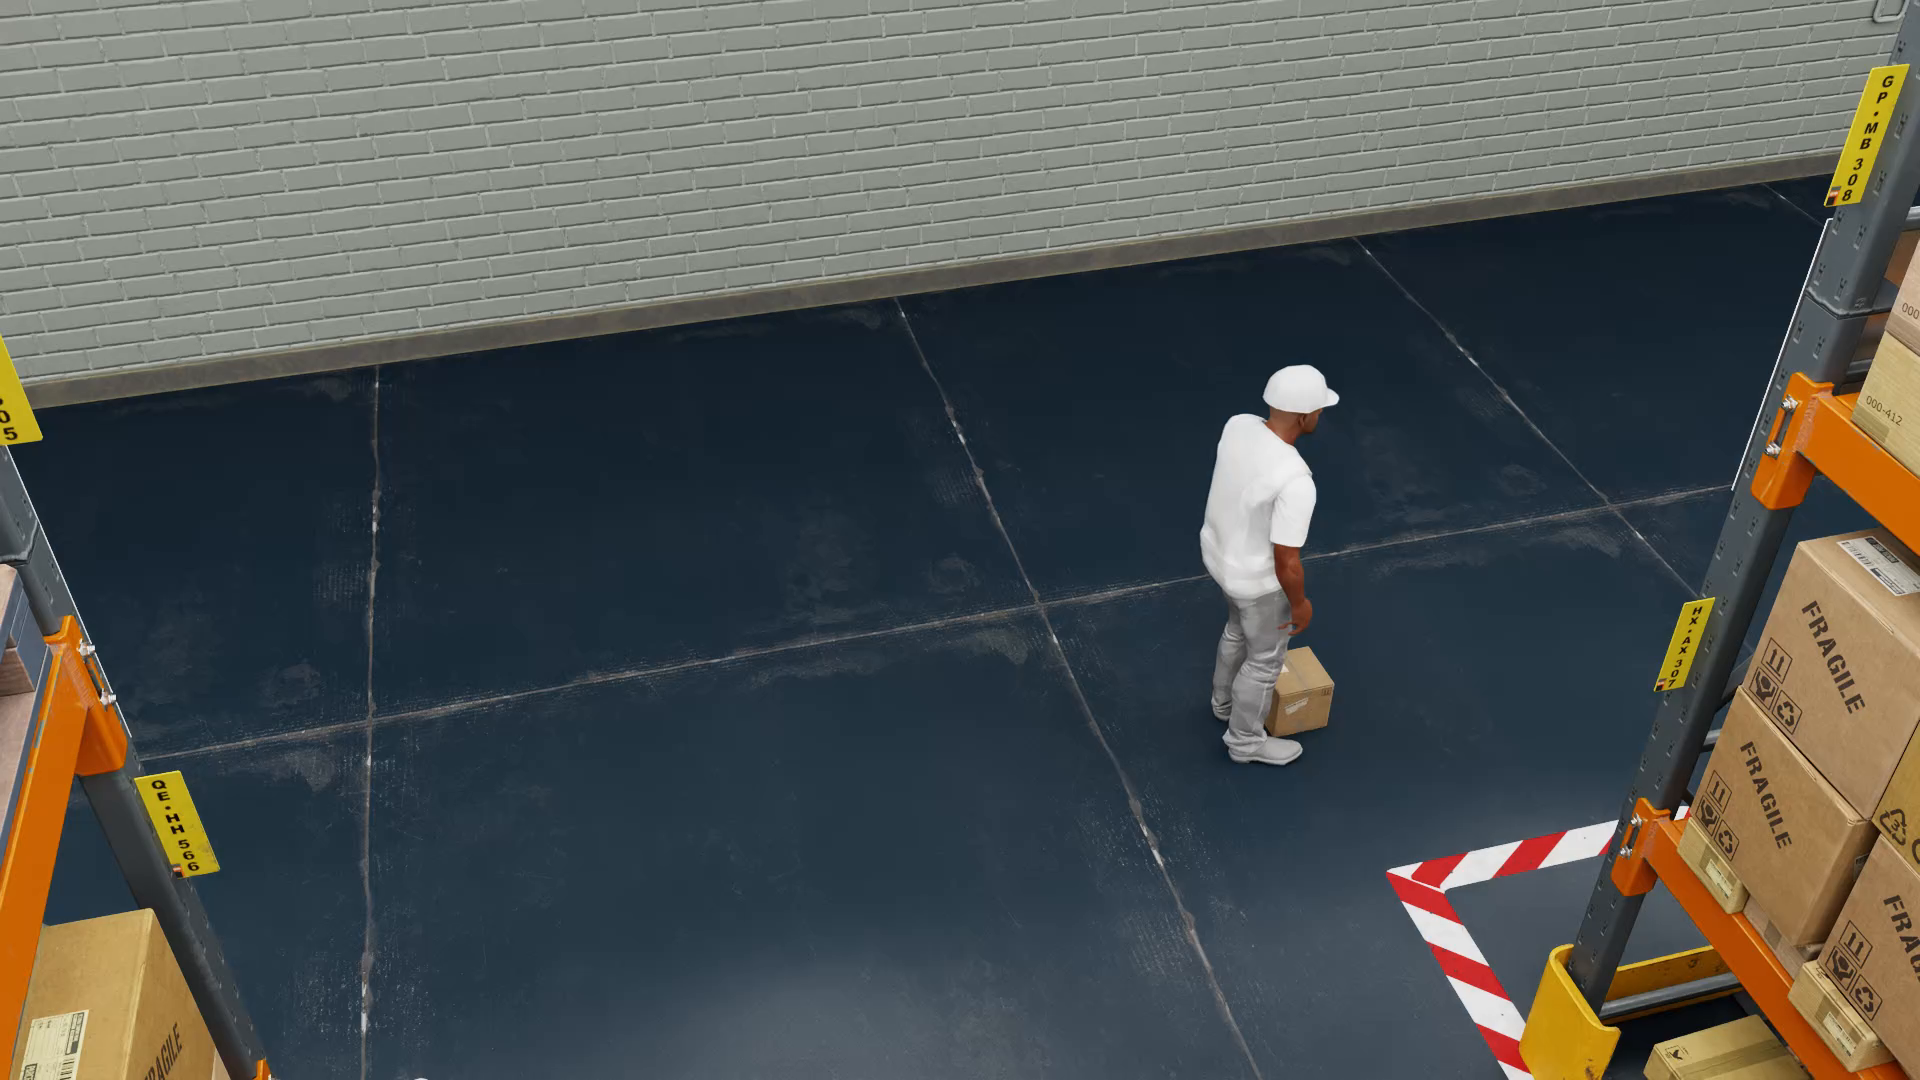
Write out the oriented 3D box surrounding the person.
[{"bbox_3d":[1.193,0.090,6.584,0.455,1.761,0.637,-11,39,-14],"label":"person"}]
